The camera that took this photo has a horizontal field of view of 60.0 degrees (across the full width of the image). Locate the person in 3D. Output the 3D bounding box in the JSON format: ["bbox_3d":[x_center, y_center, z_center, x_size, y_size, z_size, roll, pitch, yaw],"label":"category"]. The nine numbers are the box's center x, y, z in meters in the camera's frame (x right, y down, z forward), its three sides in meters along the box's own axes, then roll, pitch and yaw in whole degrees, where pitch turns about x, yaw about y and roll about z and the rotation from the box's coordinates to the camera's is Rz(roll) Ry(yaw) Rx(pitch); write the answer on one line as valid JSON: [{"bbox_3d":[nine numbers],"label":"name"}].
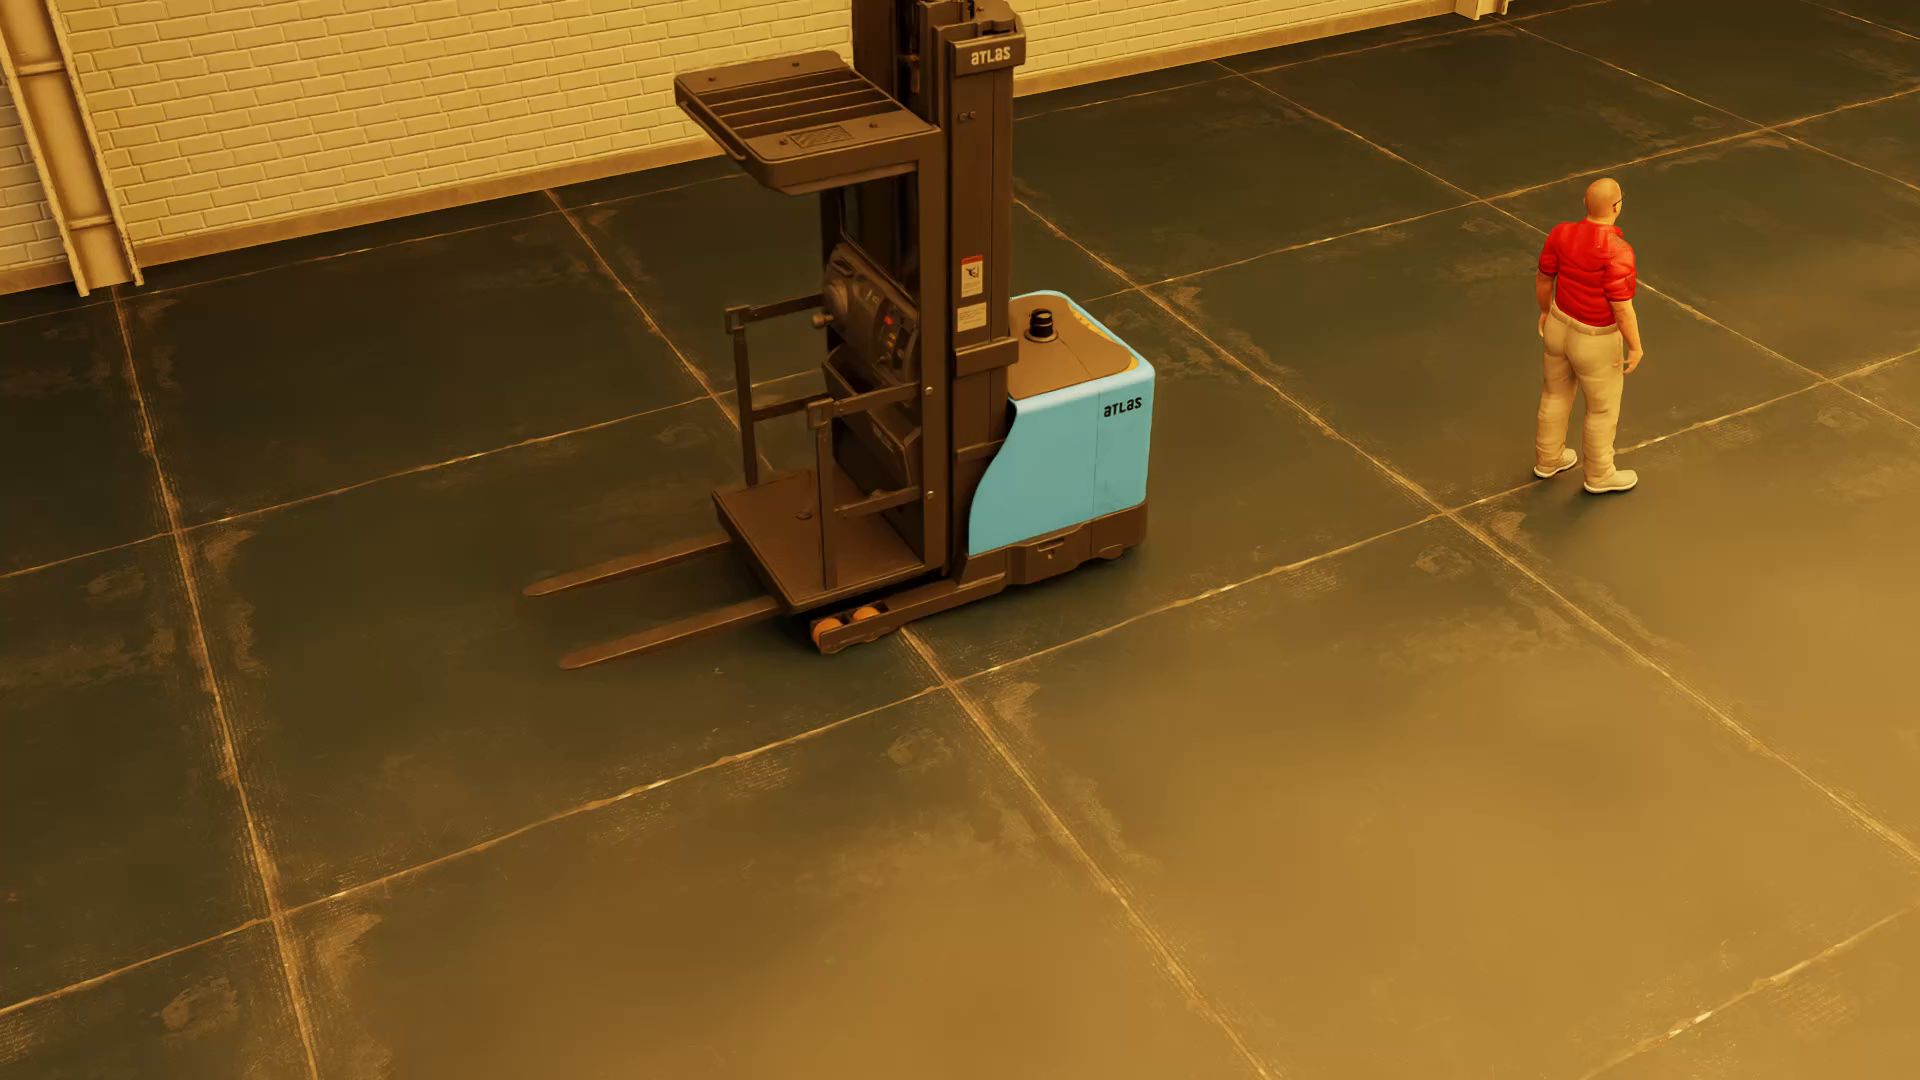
[{"bbox_3d":[3.321,-1.081,8.680,0.550,1.728,0.641,-20,40,-26],"label":"person"}]

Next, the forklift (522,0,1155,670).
[{"bbox_3d":[-0.594,-1.006,7.546,3.031,2.935,1.130,-17,39,-22],"label":"forklift"}]
